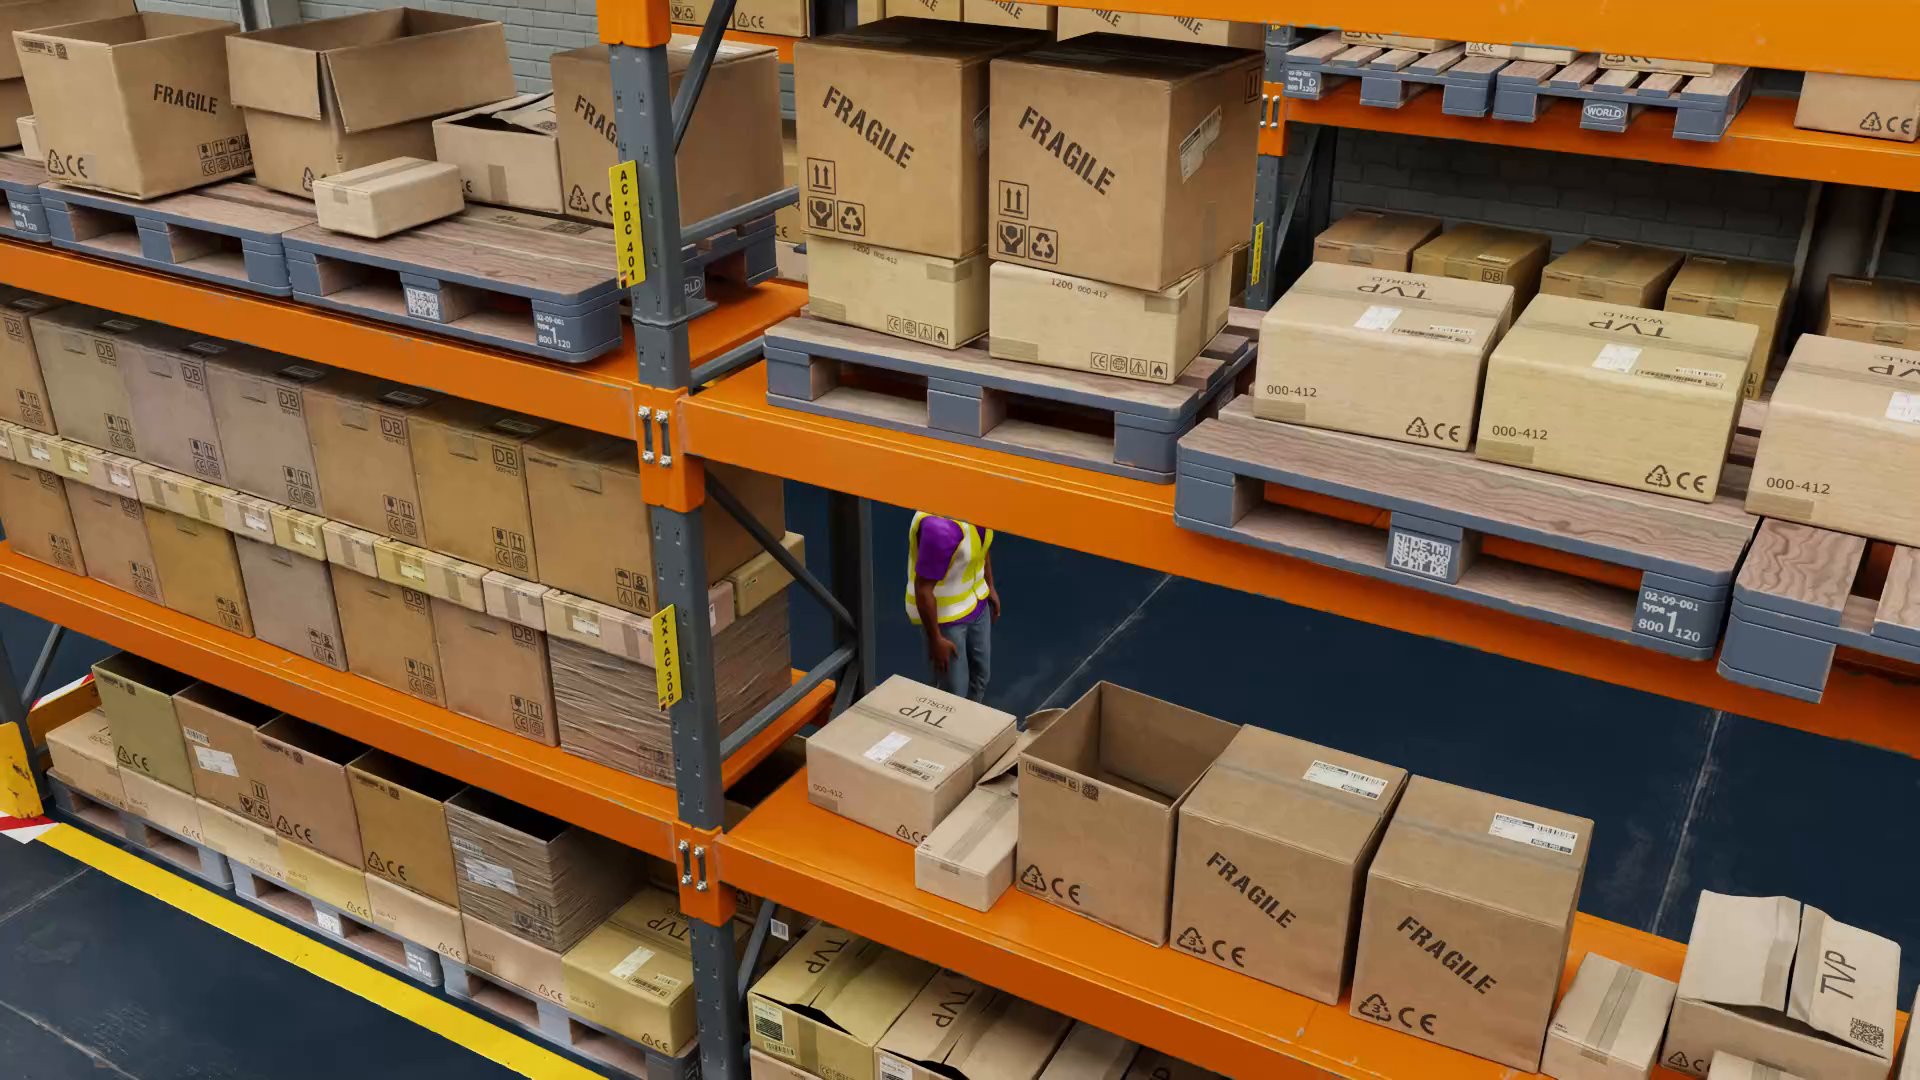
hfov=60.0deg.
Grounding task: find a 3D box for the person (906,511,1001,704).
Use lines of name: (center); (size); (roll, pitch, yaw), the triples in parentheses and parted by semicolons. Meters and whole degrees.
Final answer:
person: (0.003, 0.326, 7.509); (0.455, 1.761, 0.635); (12, 29, 24)
